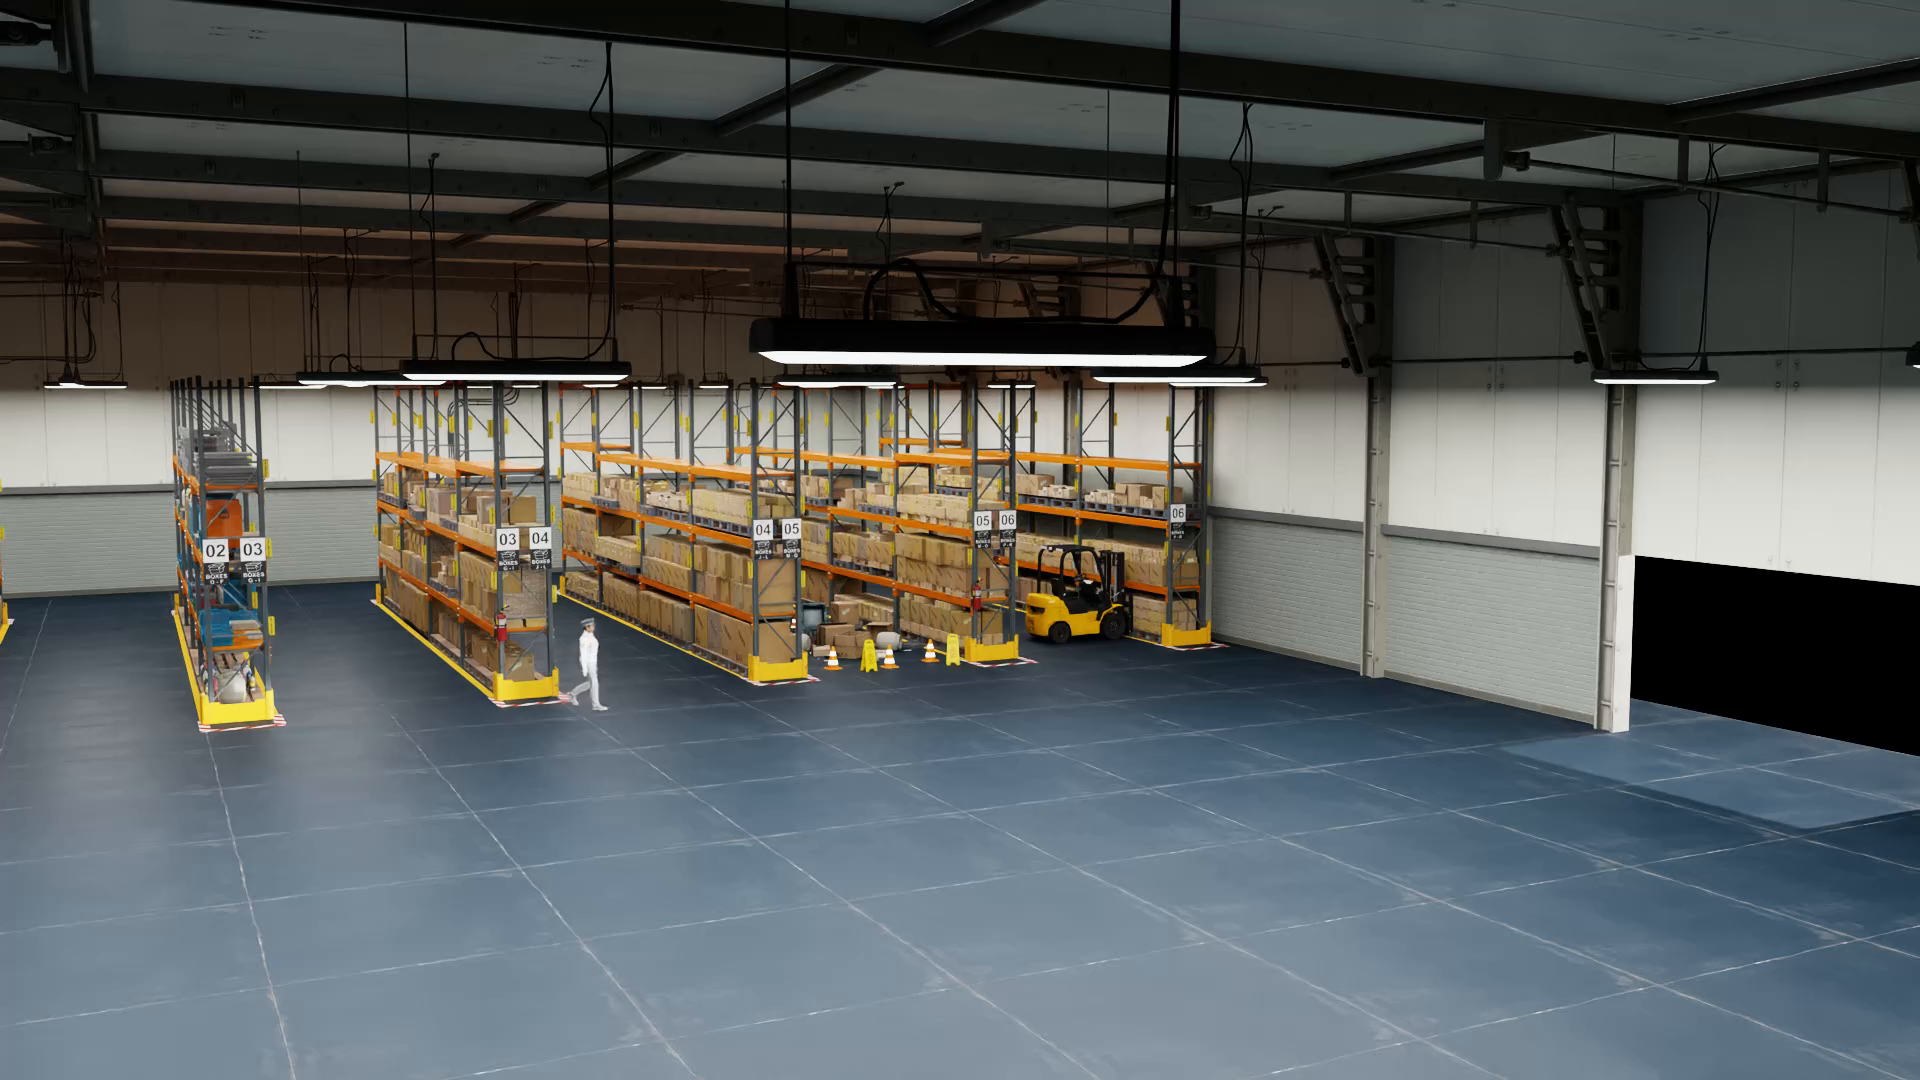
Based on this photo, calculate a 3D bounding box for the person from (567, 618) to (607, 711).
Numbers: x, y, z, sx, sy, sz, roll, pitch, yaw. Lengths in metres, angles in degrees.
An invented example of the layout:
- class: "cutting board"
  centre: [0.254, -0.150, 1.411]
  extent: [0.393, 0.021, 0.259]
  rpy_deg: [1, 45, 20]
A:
- class: "person"
  centre: [-6.707, 2.222, 29.938]
  extent: [0.780, 1.653, 0.529]
  rpy_deg: [0, 5, 5]

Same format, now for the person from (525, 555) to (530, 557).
- class: "person"
  centre: [-12.034, 0.751, 45.917]
  extent: [0.600, 1.782, 0.497]
  rpy_deg: [0, 5, -2]
